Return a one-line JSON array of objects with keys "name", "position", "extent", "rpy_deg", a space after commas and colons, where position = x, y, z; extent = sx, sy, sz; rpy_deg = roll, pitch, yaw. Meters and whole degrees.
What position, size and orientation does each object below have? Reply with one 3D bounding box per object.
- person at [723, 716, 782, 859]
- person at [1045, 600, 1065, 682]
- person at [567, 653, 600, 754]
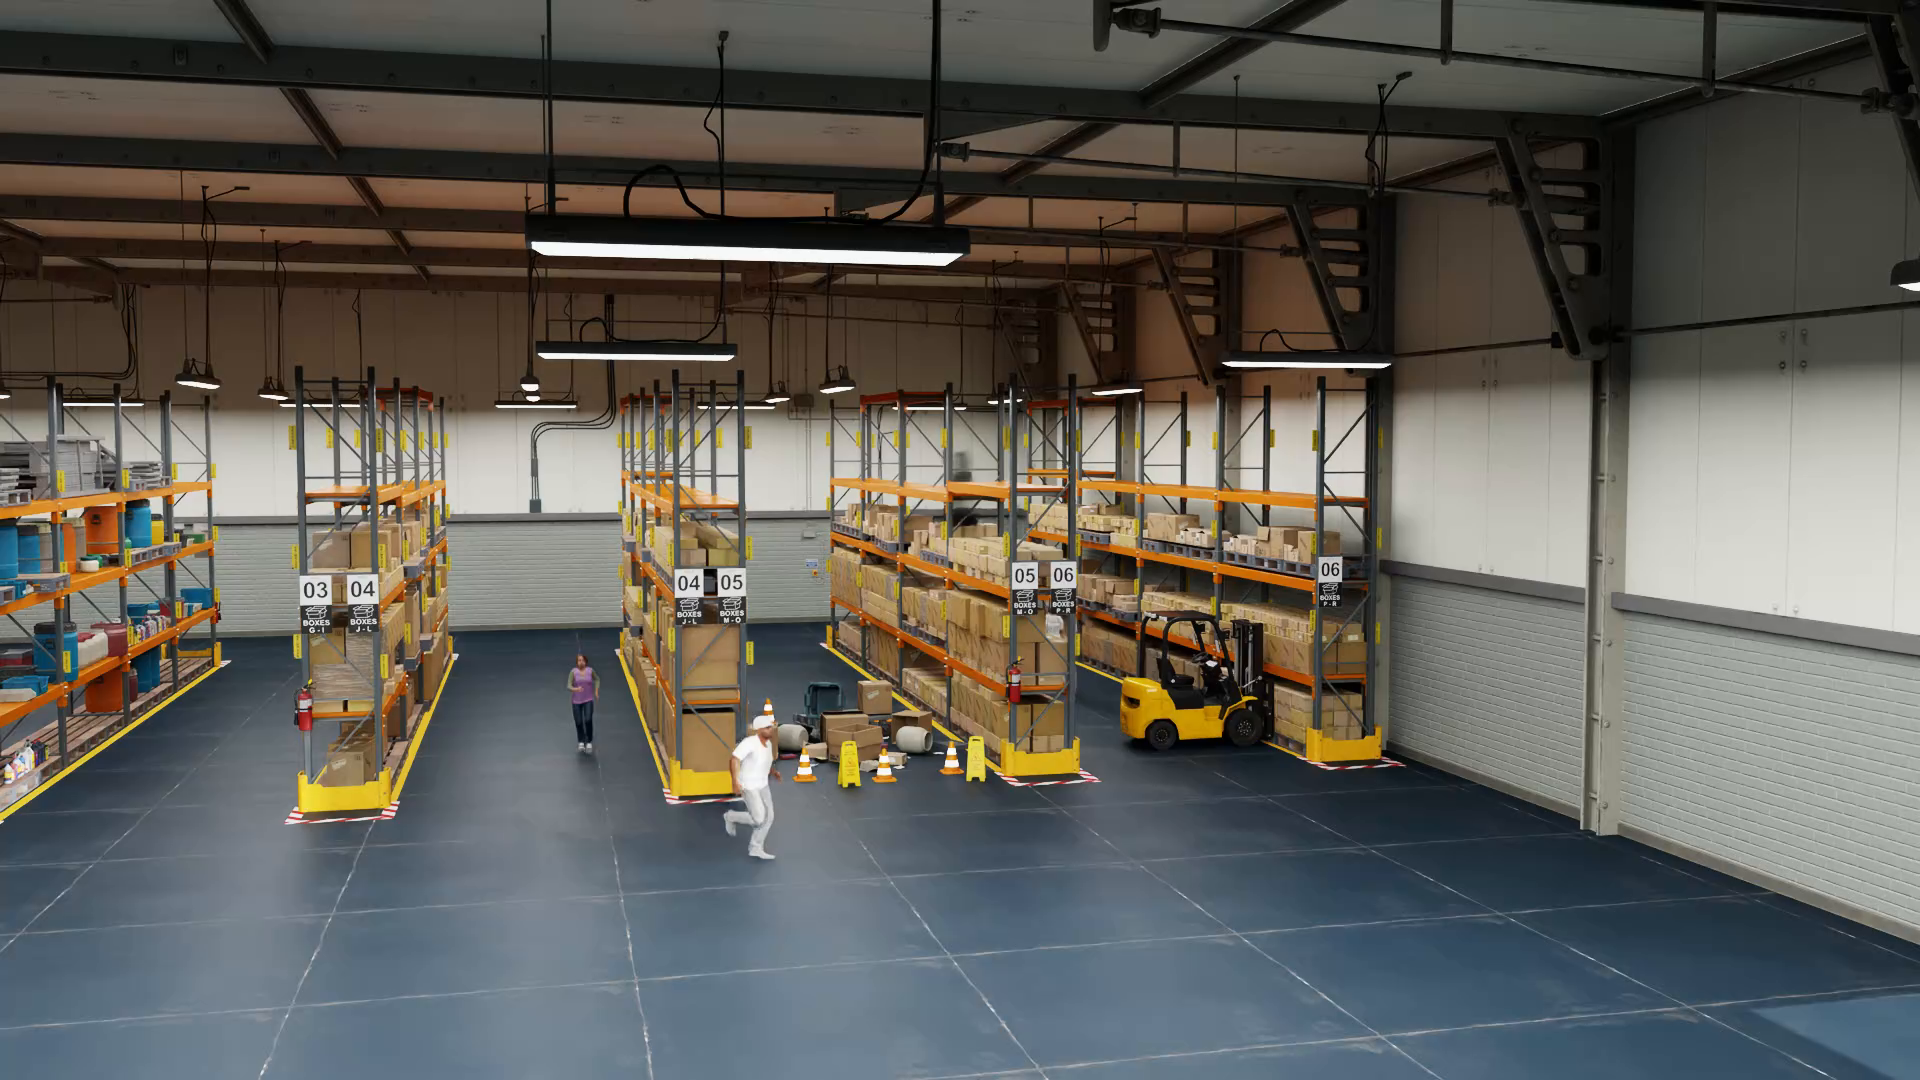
[{"name": "person", "position": [-2.519, 2.969, 20.046], "extent": [0.705, 1.719, 0.737], "rpy_deg": [2, 4, 27]}, {"name": "person", "position": [1.797, 2.130, 33.462], "extent": [0.672, 1.829, 0.900], "rpy_deg": [-1, 4, -18]}, {"name": "person", "position": [-6.019, 2.615, 26.585], "extent": [0.507, 1.604, 0.667], "rpy_deg": [-1, 3, -10]}]
